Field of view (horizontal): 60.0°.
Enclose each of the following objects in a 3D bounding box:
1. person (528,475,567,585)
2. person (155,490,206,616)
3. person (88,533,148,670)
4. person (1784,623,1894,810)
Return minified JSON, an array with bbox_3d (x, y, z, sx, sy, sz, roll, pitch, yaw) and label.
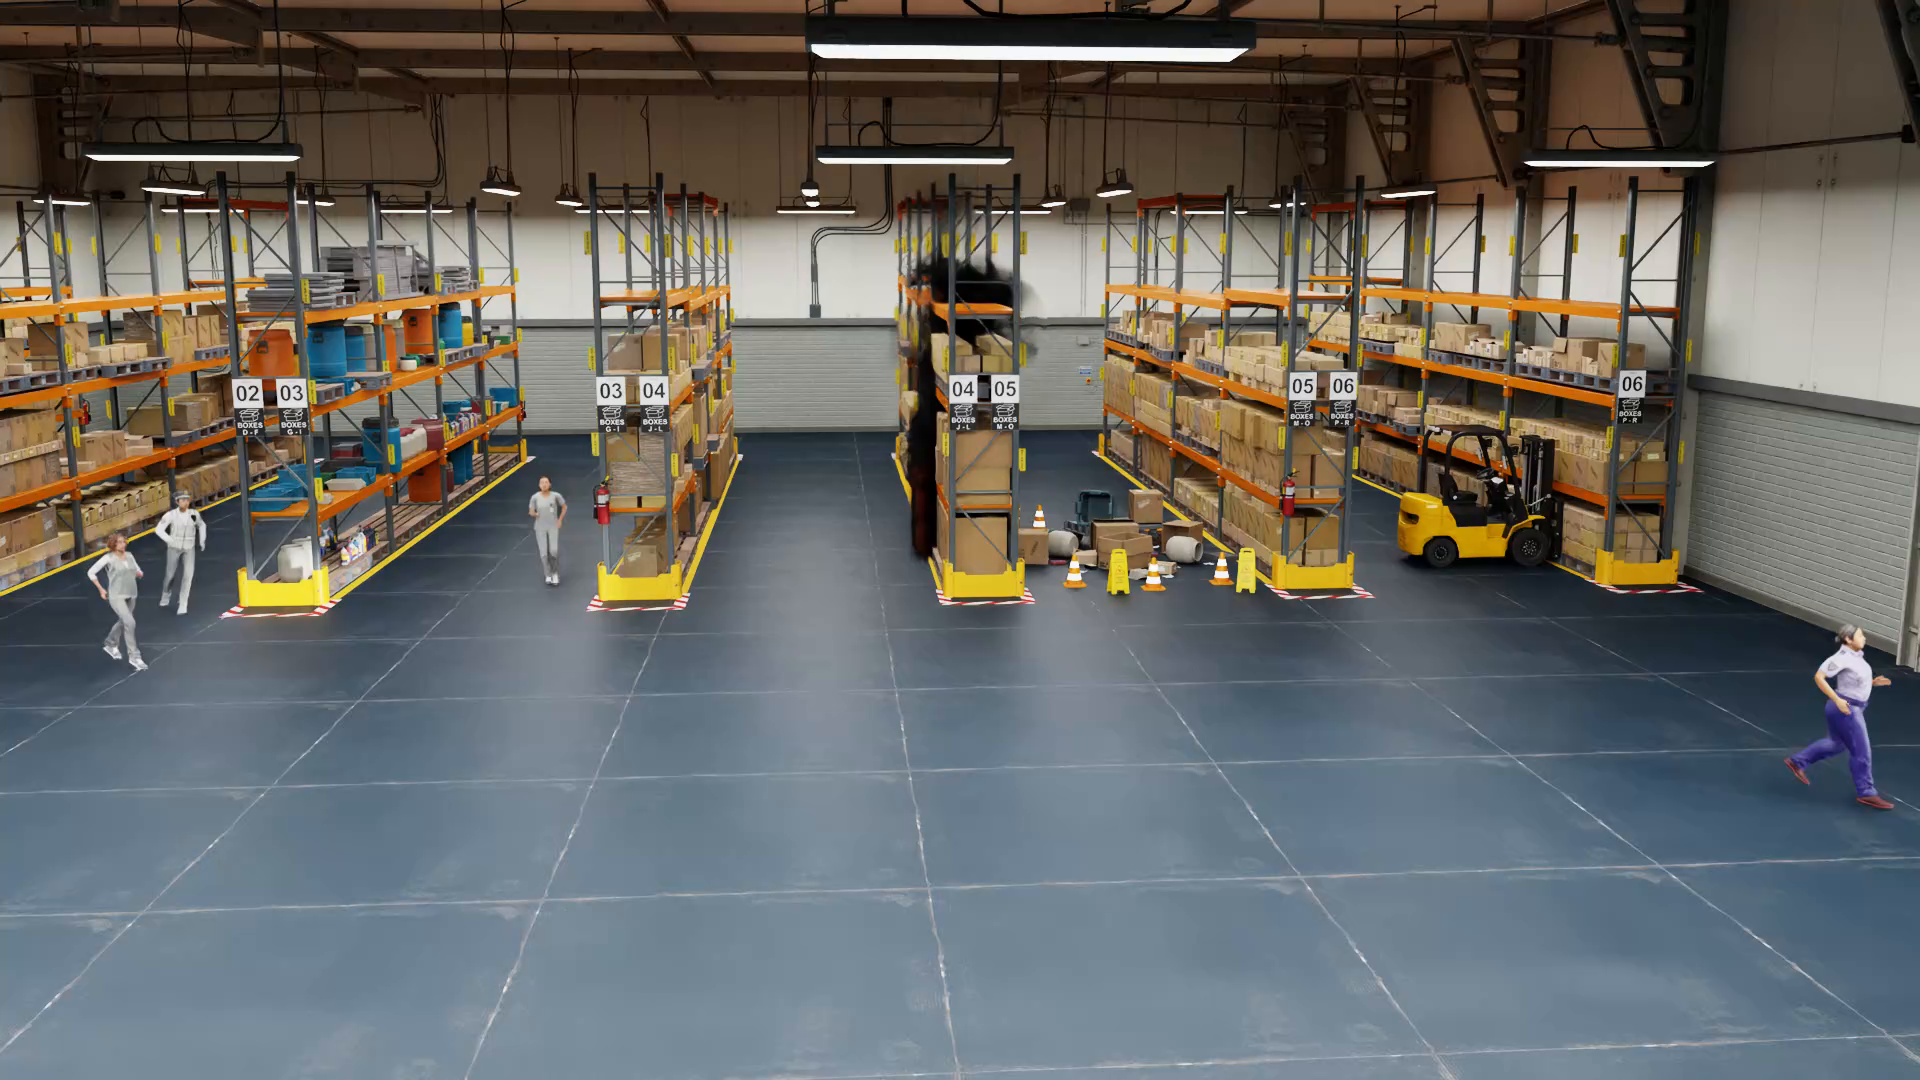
[{"bbox_3d":[-6.123,-0.134,24.710,0.548,1.649,0.616,-1,10,-8],"label":"person"},{"bbox_3d":[-10.787,0.153,23.087,0.677,1.713,0.742,-6,12,-31],"label":"person"},{"bbox_3d":[-10.061,0.768,19.947,0.785,1.529,0.518,4,11,21],"label":"person"},{"bbox_3d":[8.020,1.563,15.081,0.943,1.614,0.608,7,12,34],"label":"person"}]
